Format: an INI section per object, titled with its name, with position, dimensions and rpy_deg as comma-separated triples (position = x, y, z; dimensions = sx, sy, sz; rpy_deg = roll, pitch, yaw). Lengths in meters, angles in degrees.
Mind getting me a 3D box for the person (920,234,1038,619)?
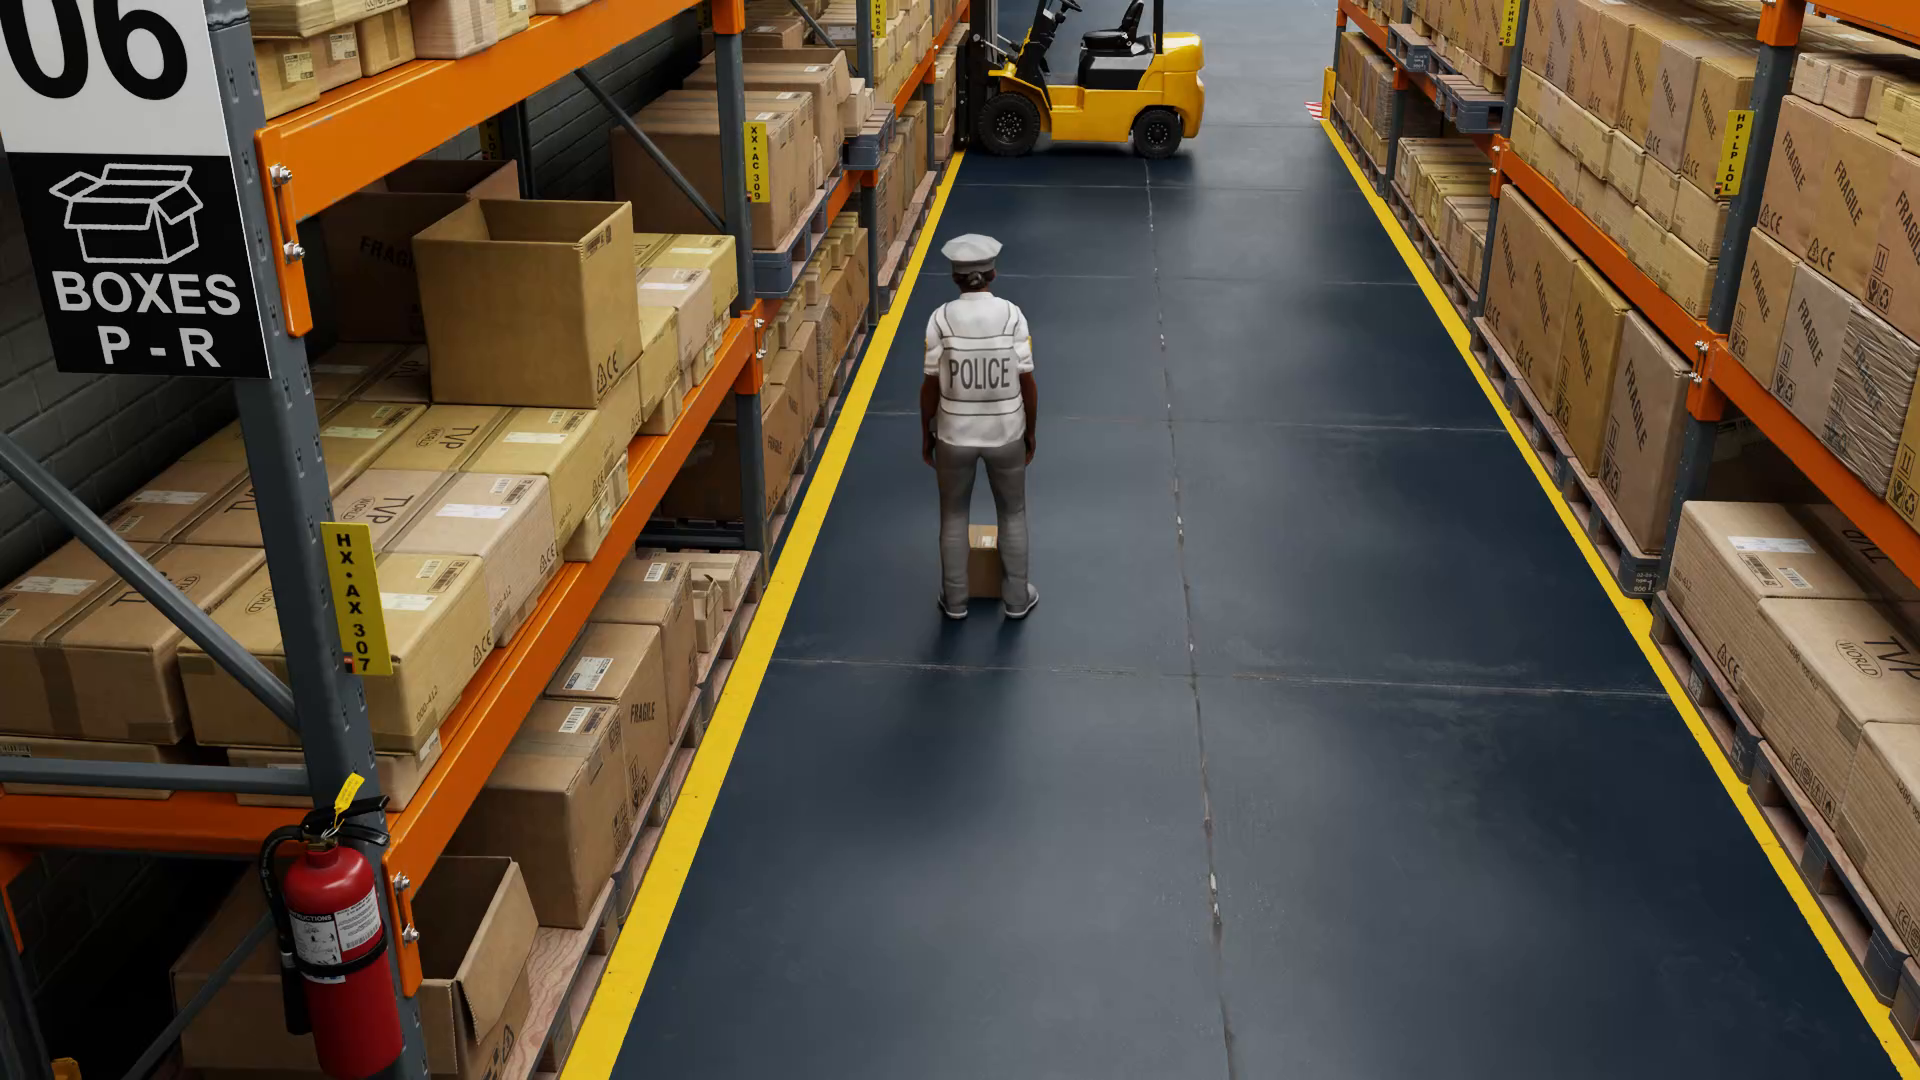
[person]
position = 0.093, -0.443, 7.072
dimensions = 0.524, 1.658, 0.395
rpy_deg = -1, 25, -1
